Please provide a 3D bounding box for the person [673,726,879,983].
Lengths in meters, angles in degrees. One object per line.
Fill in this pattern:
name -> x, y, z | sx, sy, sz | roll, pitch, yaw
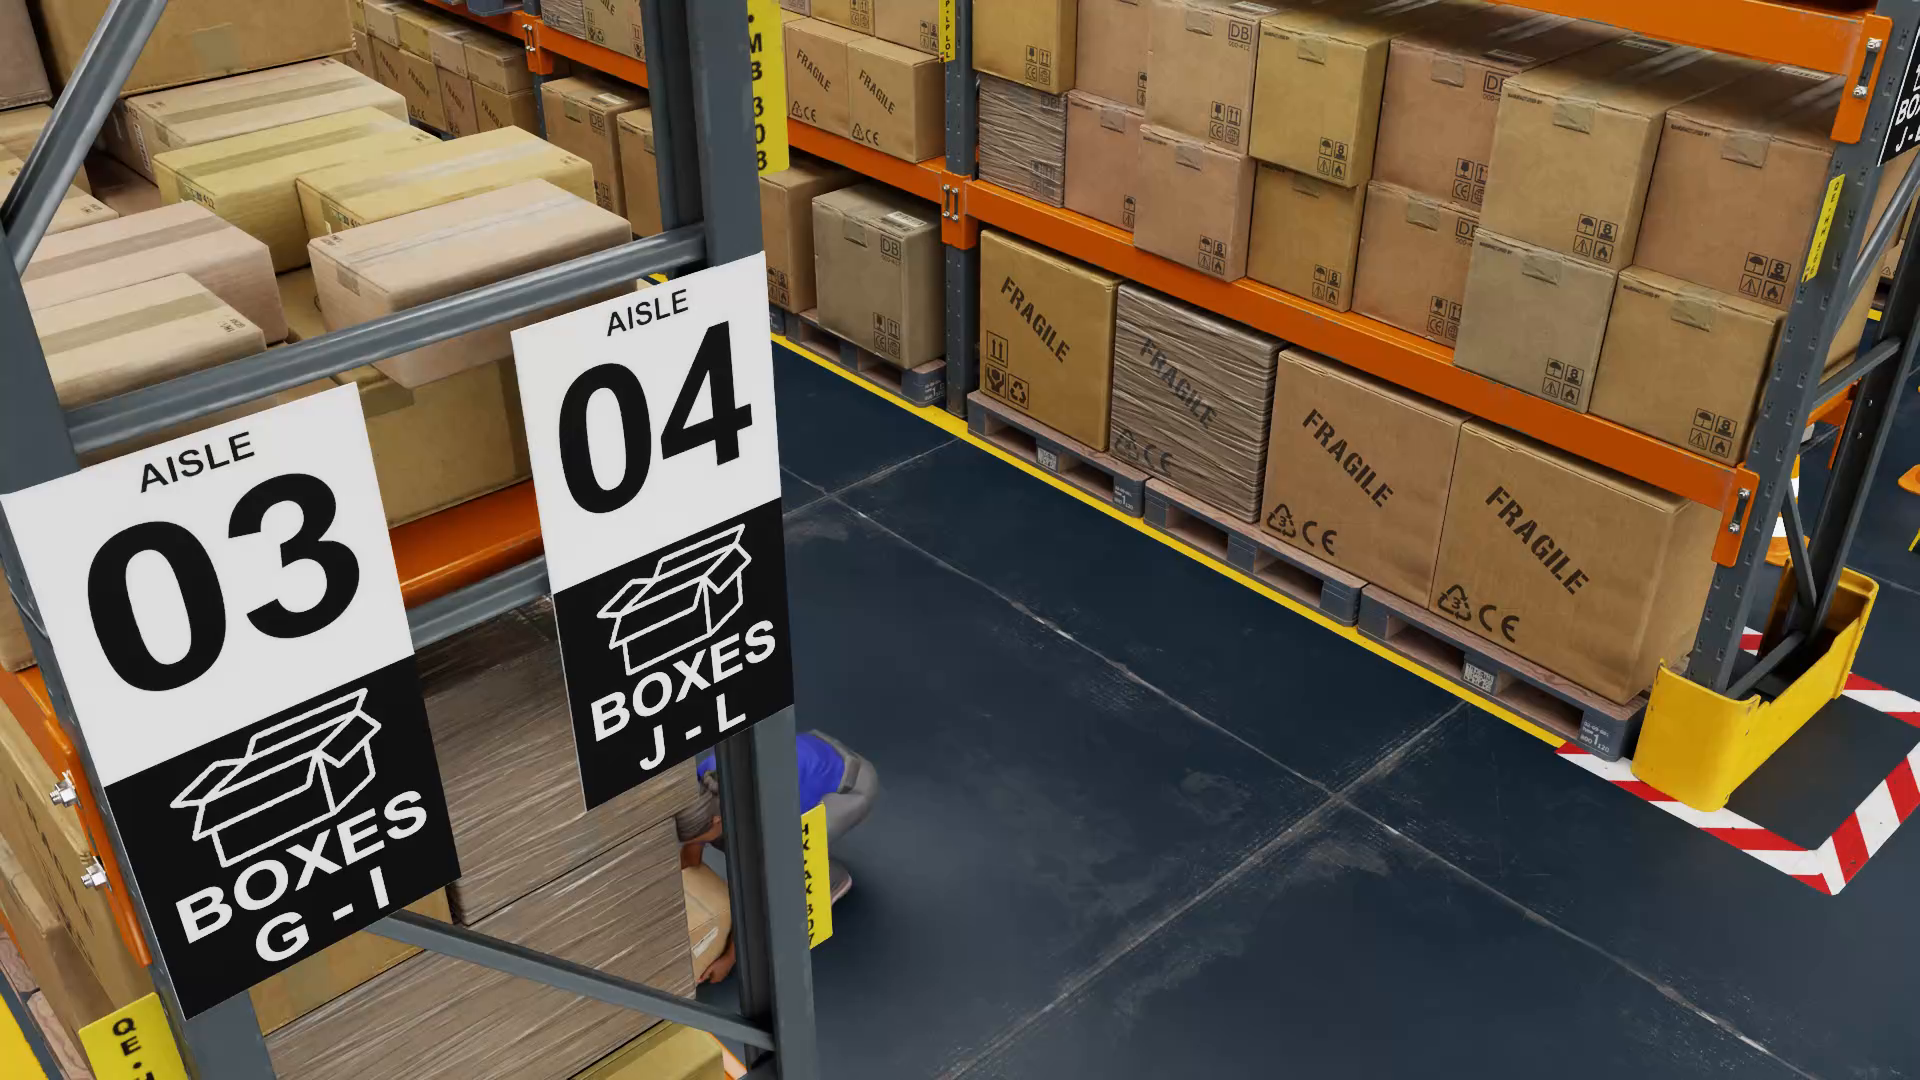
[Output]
person -> -0.636, 0.963, 5.527 | 0.835, 0.775, 0.459 | -27, 41, -36
